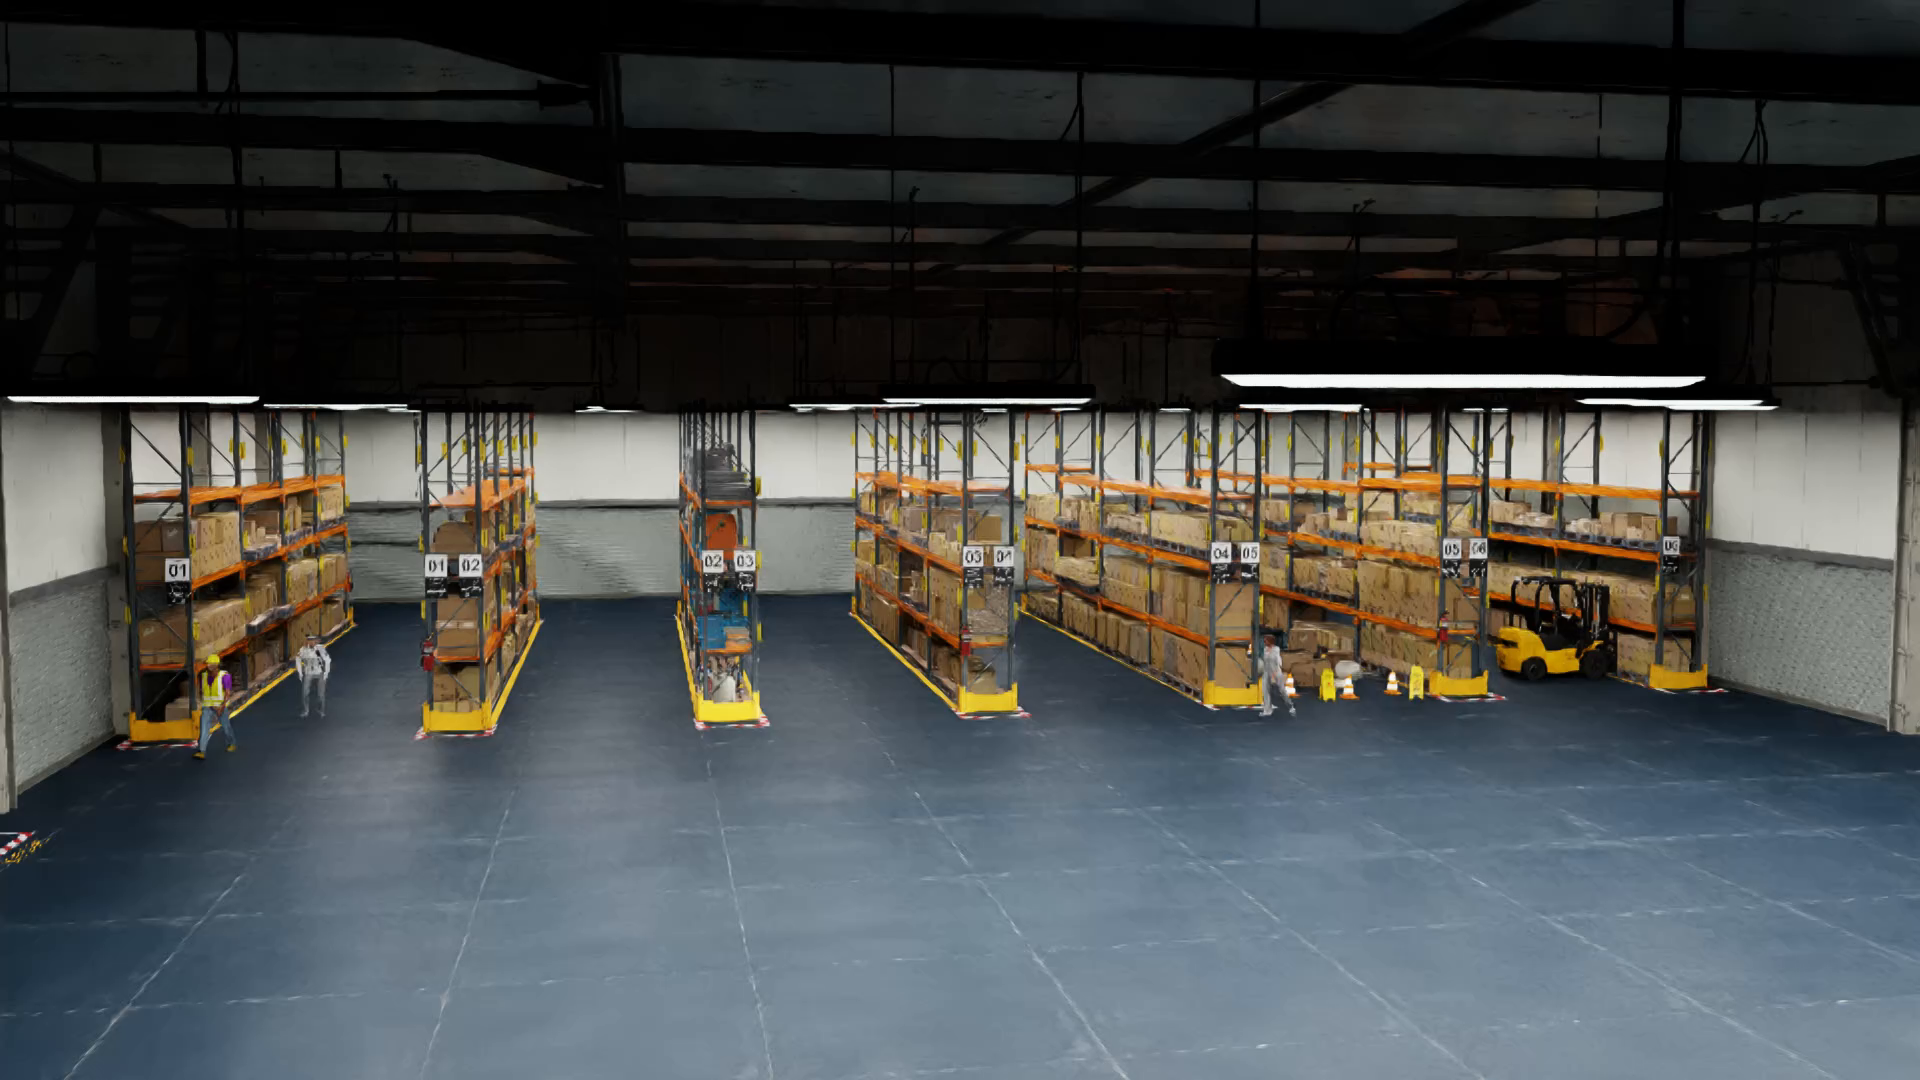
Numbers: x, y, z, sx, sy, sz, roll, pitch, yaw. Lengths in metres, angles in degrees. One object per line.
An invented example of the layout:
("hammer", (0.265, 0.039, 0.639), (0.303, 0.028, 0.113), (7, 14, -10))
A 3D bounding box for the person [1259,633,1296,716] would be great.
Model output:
("person", (6.054, 2.554, 31.638), (0.593, 1.565, 0.644), (4, 6, 41))

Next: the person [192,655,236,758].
("person", (-12.463, 2.762, 27.824), (0.570, 1.708, 1.041), (0, 4, -2))

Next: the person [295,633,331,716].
("person", (-12.245, 2.539, 31.499), (0.639, 1.632, 0.512), (-1, 4, -12))
